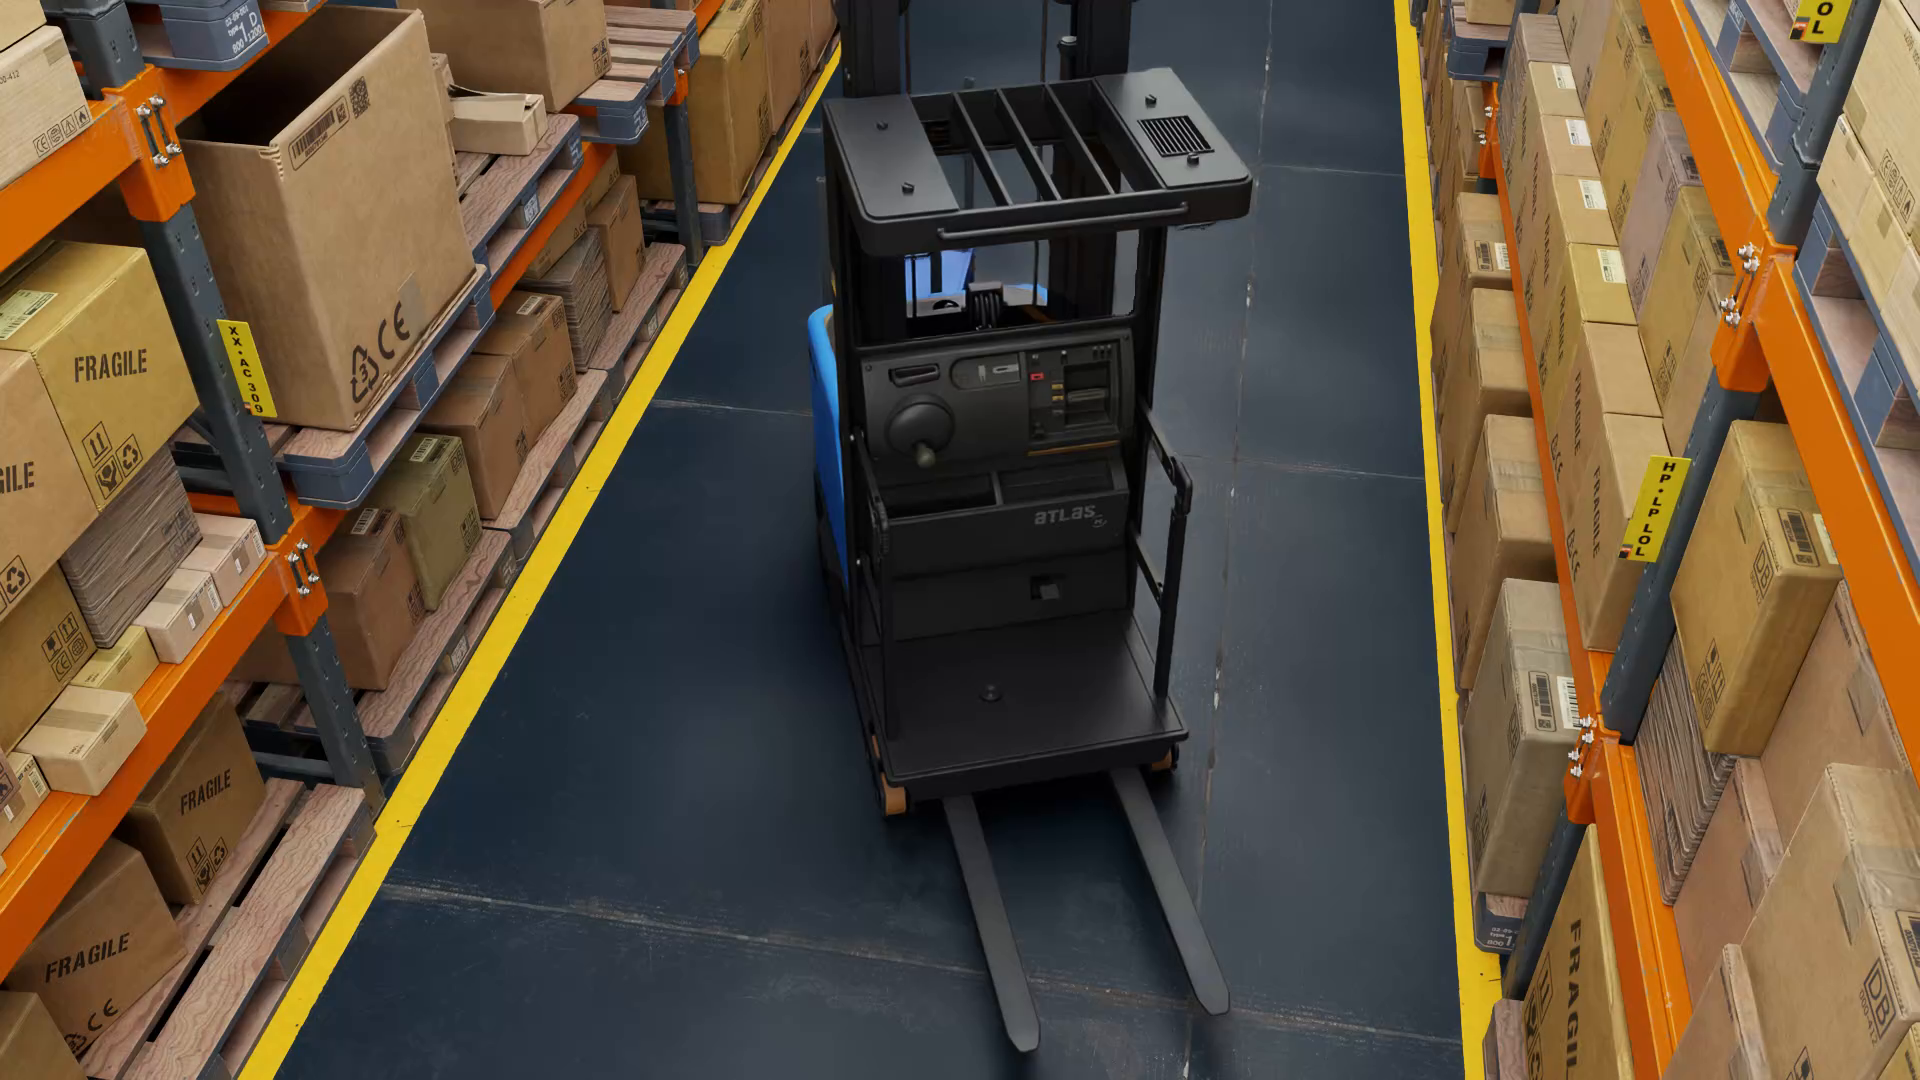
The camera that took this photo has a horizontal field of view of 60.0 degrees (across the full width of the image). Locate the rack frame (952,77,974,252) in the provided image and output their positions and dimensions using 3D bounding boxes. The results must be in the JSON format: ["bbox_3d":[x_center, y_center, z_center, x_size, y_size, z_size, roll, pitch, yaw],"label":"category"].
[{"bbox_3d":[-0.187,-1.484,7.868,0.500,1.500,0.032,5,40,6],"label":"rack frame"}]

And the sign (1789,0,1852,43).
[{"bbox_3d":[1.730,-1.135,3.262,0.100,0.325,0.005,6,40,8],"label":"sign"}]

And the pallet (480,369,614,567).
[{"bbox_3d":[-2.259,-0.397,7.565,1.003,0.211,1.213,6,40,8],"label":"pallet"}]

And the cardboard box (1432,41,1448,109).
[{"bbox_3d":[3.094,-2.727,9.827,0.500,0.500,0.500,7,40,8],"label":"cardboard box"}]

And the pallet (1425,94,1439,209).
[{"bbox_3d":[3.309,-2.294,9.859,1.003,0.211,1.213,6,40,8],"label":"pallet"}]

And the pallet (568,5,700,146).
[{"bbox_3d":[-1.927,-2.193,7.699,1.213,0.211,1.003,6,40,8],"label":"pallet"}]

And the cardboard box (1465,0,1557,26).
[{"bbox_3d":[2.591,-2.541,7.837,0.380,0.149,0.250,7,40,8],"label":"cardboard box"}]

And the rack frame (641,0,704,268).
[{"bbox_3d":[-1.909,-2.726,8.193,1.000,3.000,0.127,6,40,8],"label":"rack frame"}]

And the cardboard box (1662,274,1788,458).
[{"bbox_3d":[2.347,-0.341,4.445,0.700,0.500,0.500,6,40,7],"label":"cardboard box"}]

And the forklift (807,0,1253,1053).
[{"bbox_3d":[0.183,-0.397,5.429,1.130,2.935,3.031,-8,40,-9],"label":"forklift"}]

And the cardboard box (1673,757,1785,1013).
[{"bbox_3d":[2.141,0.918,3.668,0.875,0.550,0.550,6,40,8],"label":"cardboard box"}]

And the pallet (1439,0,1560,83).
[{"bbox_3d":[2.977,-2.500,8.071,1.213,0.211,1.003,6,40,8],"label":"pallet"}]

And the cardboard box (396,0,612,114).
[{"bbox_3d":[-1.961,-2.221,7.175,0.700,0.500,0.500,12,41,14],"label":"cardboard box"}]

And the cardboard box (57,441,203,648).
[{"bbox_3d":[-2.740,-0.093,4.696,0.875,0.500,0.500,6,40,8],"label":"cardboard box"}]

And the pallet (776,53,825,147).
[{"bbox_3d":[-1.485,-2.901,10.593,1.003,0.211,1.213,6,40,8],"label":"pallet"}]

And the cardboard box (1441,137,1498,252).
[{"bbox_3d":[2.815,-1.756,8.652,0.500,0.500,0.500,6,40,7],"label":"cardboard box"}]

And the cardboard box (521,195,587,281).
[{"bbox_3d":[-2.077,-1.463,7.694,0.500,0.250,0.500,11,41,13],"label":"cardboard box"}]

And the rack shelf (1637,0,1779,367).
[{"bbox_3d":[2.612,-1.739,5.210,1.077,0.370,4.000,6,40,8],"label":"rack shelf"}]

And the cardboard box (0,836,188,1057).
[{"bbox_3d":[-2.802,1.193,5.085,0.500,0.500,0.500,19,43,21],"label":"cardboard box"}]

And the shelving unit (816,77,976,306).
[{"bbox_3d":[-0.256,-1.163,7.479,0.538,1.500,1.048,5,40,6],"label":"shelving unit"}]

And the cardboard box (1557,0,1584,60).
[{"bbox_3d":[2.871,-2.259,6.765,0.700,0.500,0.500,6,40,7],"label":"cardboard box"}]

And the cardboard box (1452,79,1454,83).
[{"bbox_3d":[2.999,-2.696,9.201,0.500,0.250,0.500,7,40,9],"label":"cardboard box"}]

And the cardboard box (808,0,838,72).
[{"bbox_3d":[-1.462,-3.614,10.605,1.225,0.875,0.875,5,40,6],"label":"cardboard box"}]

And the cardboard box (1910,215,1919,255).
[{"bbox_3d":[1.820,-0.425,2.533,0.500,0.250,0.500,6,40,7],"label":"cardboard box"}]

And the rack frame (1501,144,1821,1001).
[{"bbox_3d":[2.266,0.395,4.418,1.000,3.000,0.127,6,40,8],"label":"rack frame"}]

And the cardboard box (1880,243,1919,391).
[{"bbox_3d":[1.781,-0.355,2.760,0.380,0.149,0.250,6,40,8],"label":"cardboard box"}]

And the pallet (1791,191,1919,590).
[{"bbox_3d":[2.115,-0.215,2.871,1.003,0.211,1.213,6,40,8],"label":"pallet"}]

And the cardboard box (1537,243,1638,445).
[{"bbox_3d":[2.268,-0.635,5.585,0.500,0.500,0.500,7,40,8],"label":"cardboard box"}]

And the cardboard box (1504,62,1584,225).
[{"bbox_3d":[2.530,-1.583,6.732,0.500,0.500,0.500,6,40,7],"label":"cardboard box"}]

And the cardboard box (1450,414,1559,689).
[{"bbox_3d":[2.456,0.096,6.216,1.050,0.750,0.750,6,40,8],"label":"cardboard box"}]

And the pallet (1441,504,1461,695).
[{"bbox_3d":[2.535,0.209,6.831,1.003,0.211,1.213,6,40,8],"label":"pallet"}]

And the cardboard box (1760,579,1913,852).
[{"bbox_3d":[2.188,0.507,3.318,0.875,0.550,0.550,6,40,8],"label":"cardboard box"}]

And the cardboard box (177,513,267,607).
[{"bbox_3d":[-2.349,0.049,5.034,0.380,0.149,0.250,6,40,8],"label":"cardboard box"}]

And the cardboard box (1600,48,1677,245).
[{"bbox_3d":[2.610,-1.298,5.603,0.700,0.500,0.500,6,40,7],"label":"cardboard box"}]

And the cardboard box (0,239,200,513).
[{"bbox_3d":[-2.408,-0.441,4.333,0.500,0.500,0.500,6,40,8],"label":"cardboard box"}]

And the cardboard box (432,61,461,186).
[{"bbox_3d":[-2.392,-1.515,6.318,0.797,0.503,0.637,10,41,12],"label":"cardboard box"}]

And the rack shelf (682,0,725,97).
[{"bbox_3d":[-1.563,-3.704,9.940,1.077,0.370,4.000,6,40,8],"label":"rack shelf"}]

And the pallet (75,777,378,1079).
[{"bbox_3d":[-2.683,1.285,5.530,1.003,0.211,1.213,6,40,8],"label":"pallet"}]

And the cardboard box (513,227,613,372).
[{"bbox_3d":[-2.089,-1.160,7.915,0.700,0.500,0.500,3,40,4],"label":"cardboard box"}]

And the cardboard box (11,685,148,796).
[{"bbox_3d":[-2.437,0.524,4.459,0.380,0.149,0.250,6,40,8],"label":"cardboard box"}]

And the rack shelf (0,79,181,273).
[{"bbox_3d":[-2.947,0.161,2.912,1.077,0.370,4.000,6,40,8],"label":"rack shelf"}]

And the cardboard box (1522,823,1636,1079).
[{"bbox_3d":[2.089,1.439,4.493,0.875,0.875,0.875,7,40,8],"label":"cardboard box"}]

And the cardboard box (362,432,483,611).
[{"bbox_3d":[-2.373,-0.102,6.636,0.700,0.500,0.500,6,40,7],"label":"cardboard box"}]
